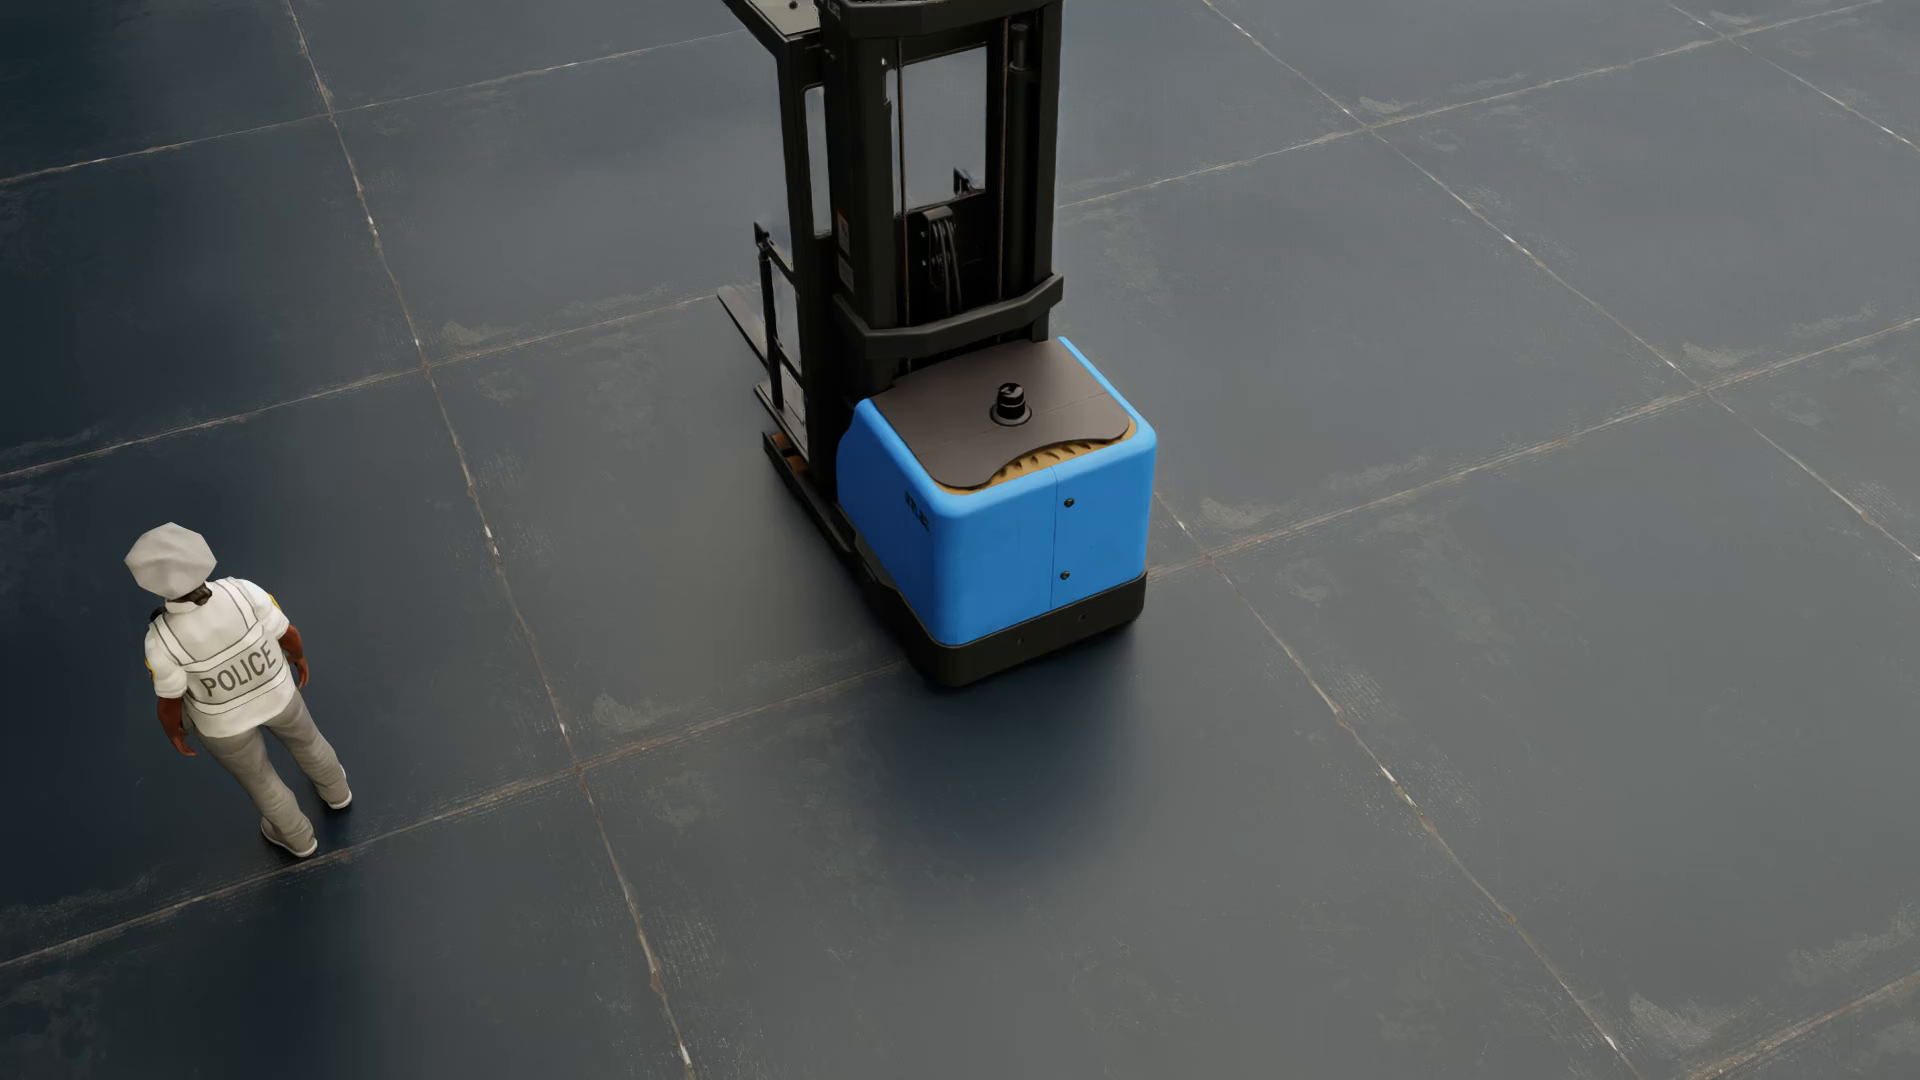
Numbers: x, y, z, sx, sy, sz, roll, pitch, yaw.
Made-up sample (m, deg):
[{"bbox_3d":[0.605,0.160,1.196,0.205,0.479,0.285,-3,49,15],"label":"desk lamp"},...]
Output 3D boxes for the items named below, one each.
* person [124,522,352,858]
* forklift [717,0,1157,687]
[{"bbox_3d":[-2.612,0.540,6.005,0.567,1.685,0.531,-33,52,-31],"label":"person"},{"bbox_3d":[-0.312,-1.452,7.236,1.130,2.935,3.031,-20,46,-20],"label":"forklift"}]
